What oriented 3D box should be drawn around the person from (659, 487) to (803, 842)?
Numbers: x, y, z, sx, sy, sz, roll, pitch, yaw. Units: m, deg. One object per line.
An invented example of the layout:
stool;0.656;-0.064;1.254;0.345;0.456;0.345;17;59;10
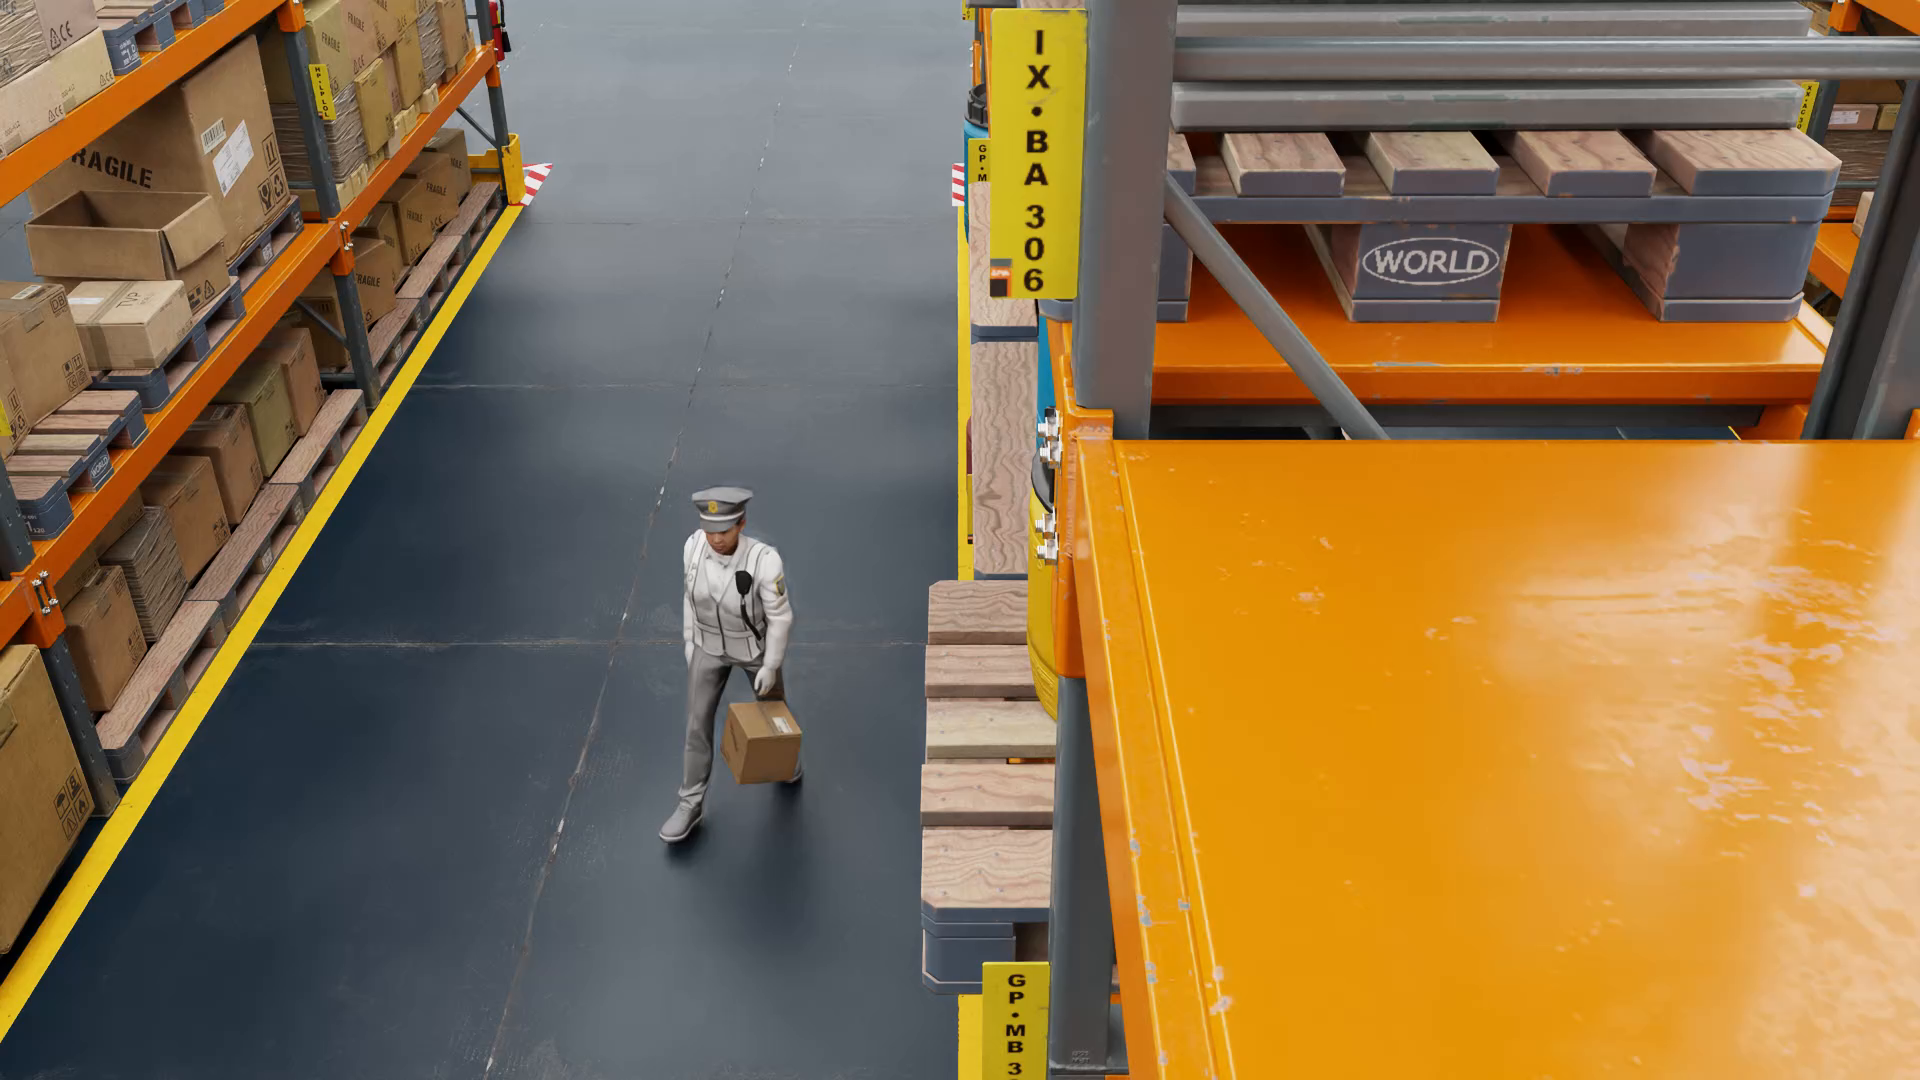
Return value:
person;-0.971;0.490;7.119;0.534;1.643;0.843;7;32;11
